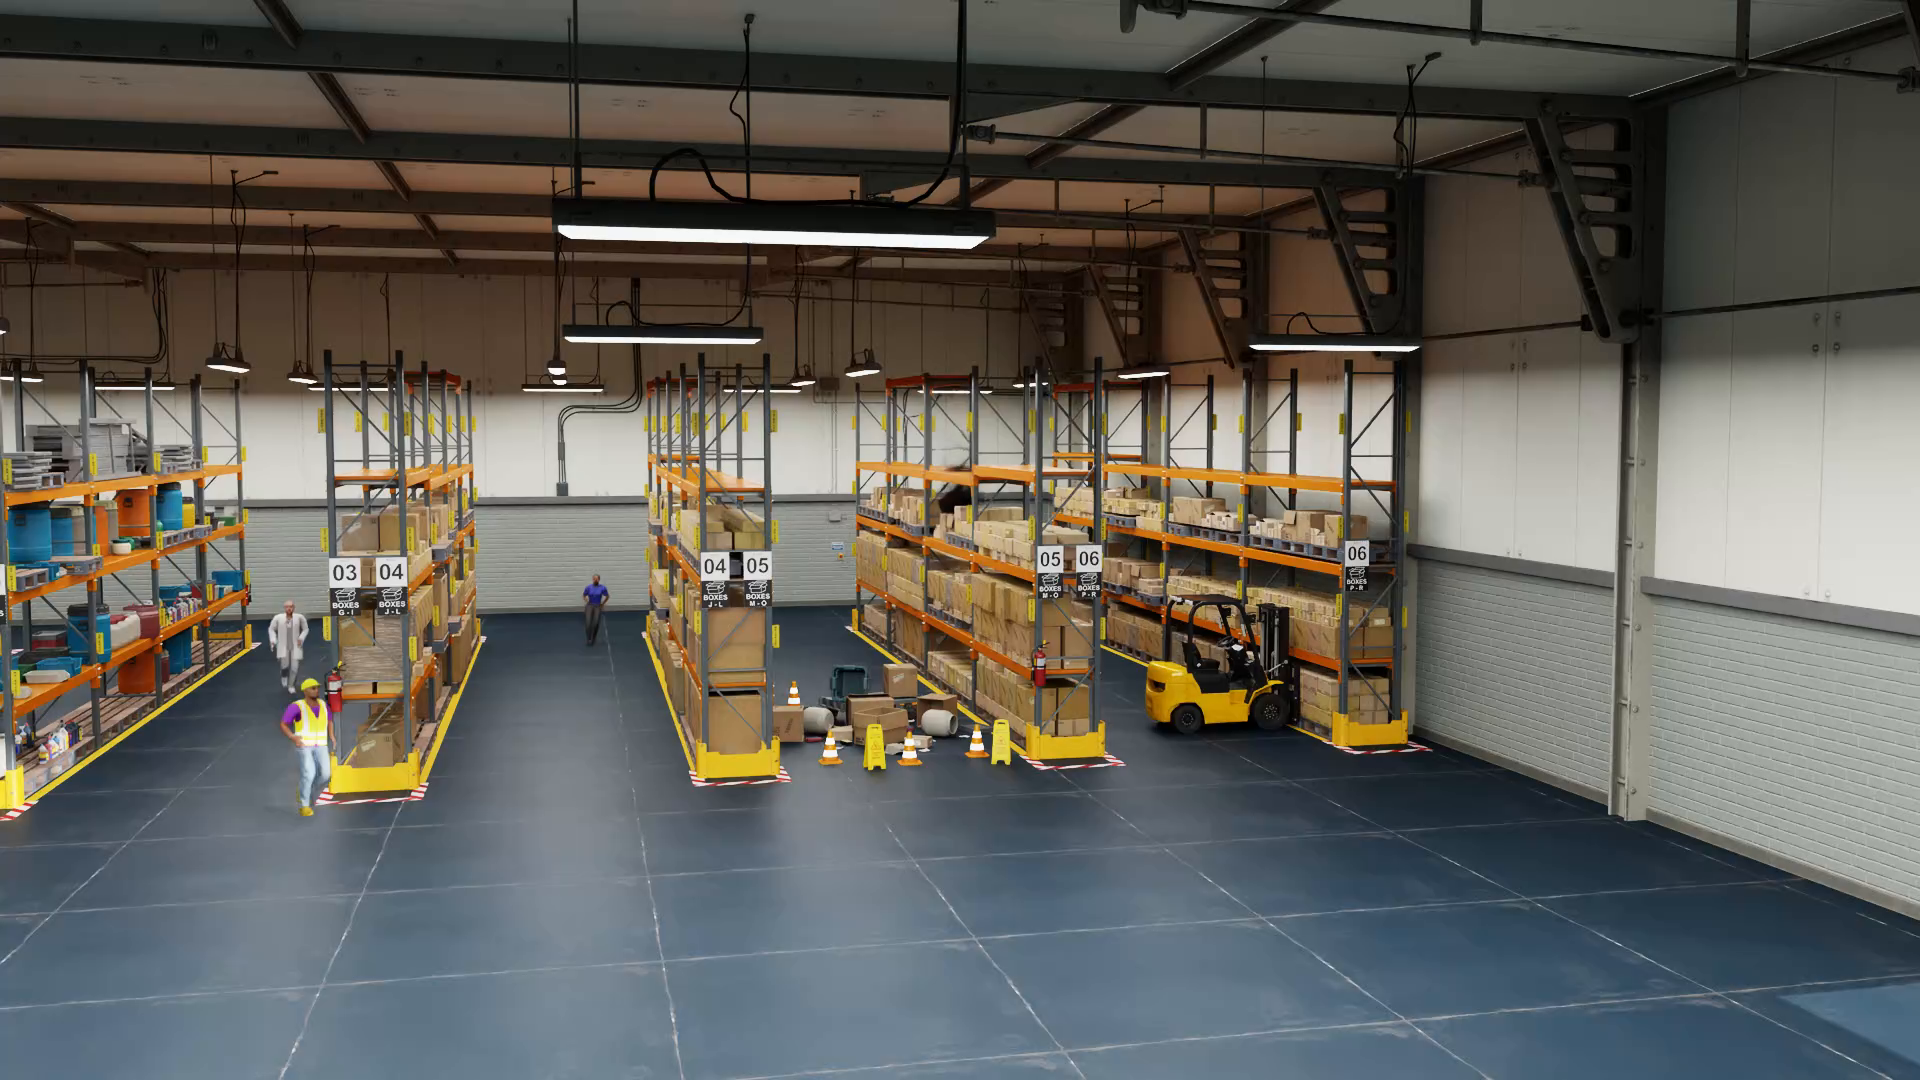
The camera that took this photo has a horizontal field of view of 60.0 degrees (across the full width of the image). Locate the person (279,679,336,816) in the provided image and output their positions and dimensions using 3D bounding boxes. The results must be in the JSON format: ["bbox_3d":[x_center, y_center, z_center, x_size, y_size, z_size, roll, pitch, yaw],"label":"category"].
[{"bbox_3d":[-8.368,2.656,21.447,0.484,1.730,0.734,3,5,41],"label":"person"}]

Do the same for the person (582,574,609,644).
[{"bbox_3d":[-8.273,1.577,37.696,0.592,1.607,0.578,0,4,-5],"label":"person"}]

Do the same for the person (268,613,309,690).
[{"bbox_3d":[-12.482,2.070,30.955,0.699,1.446,0.538,-2,4,-24],"label":"person"}]
